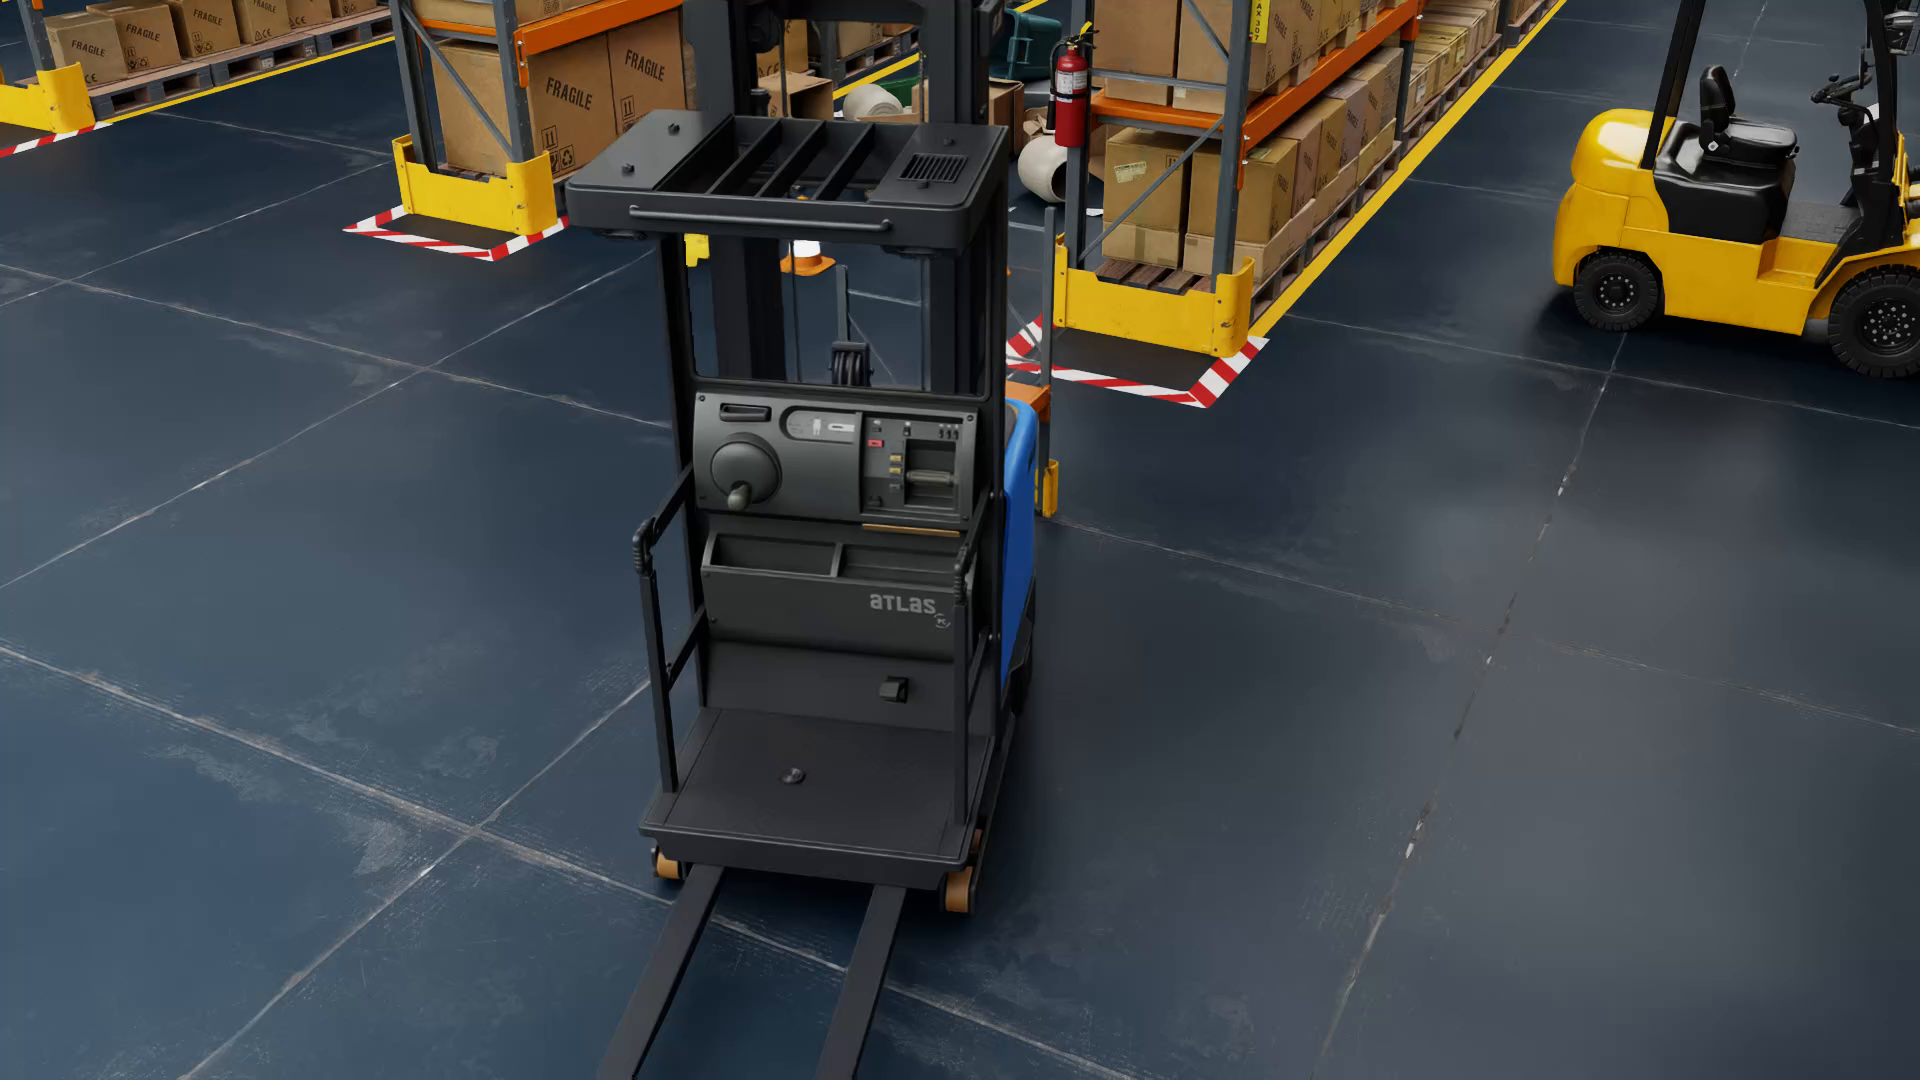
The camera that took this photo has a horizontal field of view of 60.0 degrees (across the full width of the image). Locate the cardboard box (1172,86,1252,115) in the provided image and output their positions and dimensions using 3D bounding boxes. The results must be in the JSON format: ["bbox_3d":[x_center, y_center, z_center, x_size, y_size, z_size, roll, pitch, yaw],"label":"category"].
[{"bbox_3d":[1.421,-2.508,9.358,0.380,0.149,0.250,14,33,23],"label":"cardboard box"}]

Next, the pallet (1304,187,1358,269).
[{"bbox_3d":[2.075,-2.229,11.419,1.003,0.211,1.213,14,33,23],"label":"pallet"}]

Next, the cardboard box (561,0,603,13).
[{"bbox_3d":[-3.011,-4.080,11.692,0.875,0.550,0.550,14,33,23],"label":"cardboard box"}]

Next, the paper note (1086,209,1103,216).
[{"bbox_3d":[0.942,-2.330,11.777,0.142,0.019,0.148,4,30,6],"label":"paper note"}]

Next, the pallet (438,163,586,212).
[{"bbox_3d":[-3.076,-2.754,12.335,1.003,0.211,1.213,14,33,23],"label":"pallet"}]

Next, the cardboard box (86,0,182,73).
[{"bbox_3d":[-7.199,-4.405,14.498,0.500,0.500,0.500,24,38,36],"label":"cardboard box"}]

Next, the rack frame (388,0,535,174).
[{"bbox_3d":[-3.371,-3.592,10.992,1.000,3.000,0.127,14,33,23],"label":"rack frame"}]

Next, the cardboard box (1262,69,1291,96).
[{"bbox_3d":[1.716,-2.722,9.731,0.380,0.149,0.250,13,32,22],"label":"cardboard box"}]

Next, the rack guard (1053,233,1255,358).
[{"bbox_3d":[1.116,-1.463,9.796,1.175,0.500,0.348,14,33,23],"label":"rack guard"}]

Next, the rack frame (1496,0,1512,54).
[{"bbox_3d":[4.726,-6.060,15.290,1.000,3.000,0.127,14,33,23],"label":"rack frame"}]

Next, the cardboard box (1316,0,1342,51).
[{"bbox_3d":[2.008,-3.289,10.067,0.500,0.500,0.500,14,33,22],"label":"cardboard box"}]

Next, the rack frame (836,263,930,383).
[{"bbox_3d":[-0.265,-0.401,6.942,0.500,1.500,0.032,14,33,23],"label":"rack frame"}]

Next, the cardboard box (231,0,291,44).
[{"bbox_3d":[-6.603,-4.916,15.387,0.500,0.500,0.500,11,32,19],"label":"cardboard box"}]

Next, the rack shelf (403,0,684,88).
[{"bbox_3d":[-2.460,-4.166,12.715,1.077,0.370,4.000,14,33,23],"label":"rack shelf"}]

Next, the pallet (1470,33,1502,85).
[{"bbox_3d":[4.369,-4.505,15.382,1.003,0.211,1.213,14,33,23],"label":"pallet"}]

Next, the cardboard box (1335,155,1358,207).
[{"bbox_3d":[2.404,-2.491,11.414,0.500,0.250,0.500,15,33,24],"label":"cardboard box"}]

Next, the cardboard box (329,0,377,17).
[{"bbox_3d":[-6.136,-5.465,16.342,0.500,0.500,0.500,13,32,22],"label":"cardboard box"}]

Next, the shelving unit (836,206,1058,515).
[{"bbox_3d":[-0.032,-0.631,7.342,0.587,1.500,1.083,14,33,23],"label":"shelving unit"}]

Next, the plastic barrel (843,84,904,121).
[{"bbox_3d":[-0.700,-3.397,13.240,0.421,0.421,0.512,-12,32,-20],"label":"plastic barrel"}]

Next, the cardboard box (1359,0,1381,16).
[{"bbox_3d":[2.462,-3.745,10.860,0.500,0.500,0.500,15,33,25],"label":"cardboard box"}]

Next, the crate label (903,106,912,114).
[{"bbox_3d":[-0.427,-3.463,13.644,0.298,0.136,0.250,-7,31,-11],"label":"crate label"}]

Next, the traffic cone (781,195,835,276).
[{"bbox_3d":[-1.014,-1.998,10.764,0.336,0.463,0.334,14,33,23],"label":"traffic cone"}]

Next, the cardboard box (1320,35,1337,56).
[{"bbox_3d":[2.174,-3.188,10.541,0.380,0.149,0.250,13,32,22],"label":"cardboard box"}]

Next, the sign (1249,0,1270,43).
[{"bbox_3d":[1.565,-2.766,8.685,0.100,0.325,0.005,14,33,23],"label":"sign"}]

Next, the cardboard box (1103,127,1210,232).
[{"bbox_3d":[1.214,-2.243,10.230,0.500,0.500,0.500,15,33,24],"label":"cardboard box"}]

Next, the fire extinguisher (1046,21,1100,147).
[{"bbox_3d":[0.619,-2.534,9.228,0.296,0.674,0.183,14,33,23],"label":"fire extinguisher"}]

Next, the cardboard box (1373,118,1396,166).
[{"bbox_3d":[2.874,-2.953,12.220,0.500,0.250,0.500,16,33,25],"label":"cardboard box"}]

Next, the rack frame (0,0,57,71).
[{"bbox_3d":[-7.740,-4.762,13.030,1.000,3.000,0.127,14,33,23],"label":"rack frame"}]

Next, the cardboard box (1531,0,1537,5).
[{"bbox_3d":[5.525,-6.002,16.902,0.875,0.875,0.875,15,33,24],"label":"cardboard box"}]

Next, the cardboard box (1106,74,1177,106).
[{"bbox_3d":[1.062,-2.619,9.550,0.380,0.149,0.250,15,33,25],"label":"cardboard box"}]

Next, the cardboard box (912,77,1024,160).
[{"bbox_3d":[0.047,-3.259,12.784,0.797,0.637,0.503,14,33,23],"label":"cardboard box"}]

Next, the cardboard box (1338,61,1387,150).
[{"bbox_3d":[2.643,-3.053,11.640,0.500,0.500,0.500,15,33,24],"label":"cardboard box"}]

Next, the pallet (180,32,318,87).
[{"bbox_3d":[-6.747,-4.477,15.334,1.003,0.211,1.213,14,33,23],"label":"pallet"}]

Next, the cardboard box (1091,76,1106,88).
[{"bbox_3d":[1.306,-3.922,13.316,0.500,0.500,0.500,14,33,23],"label":"cardboard box"}]

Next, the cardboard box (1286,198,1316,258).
[{"bbox_3d":[1.934,-2.023,10.599,0.500,0.250,0.500,16,33,25],"label":"cardboard box"}]

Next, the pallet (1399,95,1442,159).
[{"bbox_3d":[3.257,-3.423,13.499,1.003,0.211,1.213,14,33,23],"label":"pallet"}]

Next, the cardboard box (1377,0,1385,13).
[{"bbox_3d":[2.733,-3.756,11.531,0.380,0.149,0.250,14,33,24],"label":"cardboard box"}]

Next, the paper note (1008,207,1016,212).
[{"bbox_3d":[0.360,-2.352,11.835,0.032,0.001,0.123,14,33,23],"label":"paper note"}]

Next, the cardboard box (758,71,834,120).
[{"bbox_3d":[-1.342,-3.361,13.098,0.500,0.500,0.500,21,36,32],"label":"cardboard box"}]

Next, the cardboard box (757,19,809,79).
[{"bbox_3d":[-1.898,-4.363,14.047,0.875,0.875,0.875,15,33,24],"label":"cardboard box"}]

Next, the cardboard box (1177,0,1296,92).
[{"bbox_3d":[1.544,-2.833,9.272,0.500,0.500,0.500,14,33,23],"label":"cardboard box"}]

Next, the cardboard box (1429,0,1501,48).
[{"bbox_3d":[4.460,-4.854,15.408,0.950,0.372,0.625,12,32,20],"label":"cardboard box"}]

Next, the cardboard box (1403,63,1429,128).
[{"bbox_3d":[3.140,-3.562,13.158,0.950,0.372,0.625,15,33,24],"label":"cardboard box"}]

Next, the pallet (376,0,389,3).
[{"bbox_3d":[-5.565,-5.671,17.413,1.003,0.211,1.213,14,33,23],"label":"pallet"}]

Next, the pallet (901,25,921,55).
[{"bbox_3d":[-0.710,-5.058,16.345,1.003,0.211,1.213,14,33,23],"label":"pallet"}]

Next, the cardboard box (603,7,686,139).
[{"bbox_3d":[-2.722,-3.558,12.646,0.875,0.875,0.875,14,33,23],"label":"cardboard box"}]

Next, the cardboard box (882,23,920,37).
[{"bbox_3d":[-0.903,-5.294,15.794,1.050,0.750,0.750,14,33,23],"label":"cardboard box"}]

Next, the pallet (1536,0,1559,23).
[{"bbox_3d":[5.709,-5.722,17.502,1.003,0.211,1.213,14,33,23],"label":"pallet"}]

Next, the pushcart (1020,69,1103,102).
[{"bbox_3d":[0.851,-3.645,13.718,1.648,0.377,0.936,4,30,6],"label":"pushcart"}]

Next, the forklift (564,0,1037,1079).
[{"bbox_3d":[-0.440,-0.216,5.183,1.130,2.935,3.031,5,30,8],"label":"forklift"}]

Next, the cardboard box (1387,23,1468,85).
[{"bbox_3d":[3.780,-4.190,14.252,0.950,0.372,0.625,15,33,25],"label":"cardboard box"}]

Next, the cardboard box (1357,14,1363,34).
[{"bbox_3d":[2.426,-3.408,10.925,0.380,0.149,0.250,14,33,22],"label":"cardboard box"}]

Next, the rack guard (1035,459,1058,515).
[{"bbox_3d":[0.192,-0.310,8.039,0.587,0.250,0.087,14,33,23],"label":"rack guard"}]

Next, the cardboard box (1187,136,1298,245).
[{"bbox_3d":[1.706,-2.134,10.040,0.500,0.500,0.500,13,32,22],"label":"cardboard box"}]

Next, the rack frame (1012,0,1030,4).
[{"bbox_3d":[0.273,-7.138,17.168,1.000,3.000,0.127,14,33,23],"label":"rack frame"}]

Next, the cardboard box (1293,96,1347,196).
[{"bbox_3d":[2.176,-2.587,10.829,0.500,0.500,0.500,15,33,24],"label":"cardboard box"}]

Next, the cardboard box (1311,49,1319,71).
[{"bbox_3d":[1.961,-2.947,10.122,0.380,0.149,0.250,15,33,25],"label":"cardboard box"}]

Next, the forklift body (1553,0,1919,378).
[{"bbox_3d":[4.742,-2.275,9.553,2.313,2.155,1.214,14,33,23],"label":"forklift body"}]

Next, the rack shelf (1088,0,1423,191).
[{"bbox_3d":[1.993,-3.088,10.838,1.077,0.370,4.000,14,33,23],"label":"rack shelf"}]
